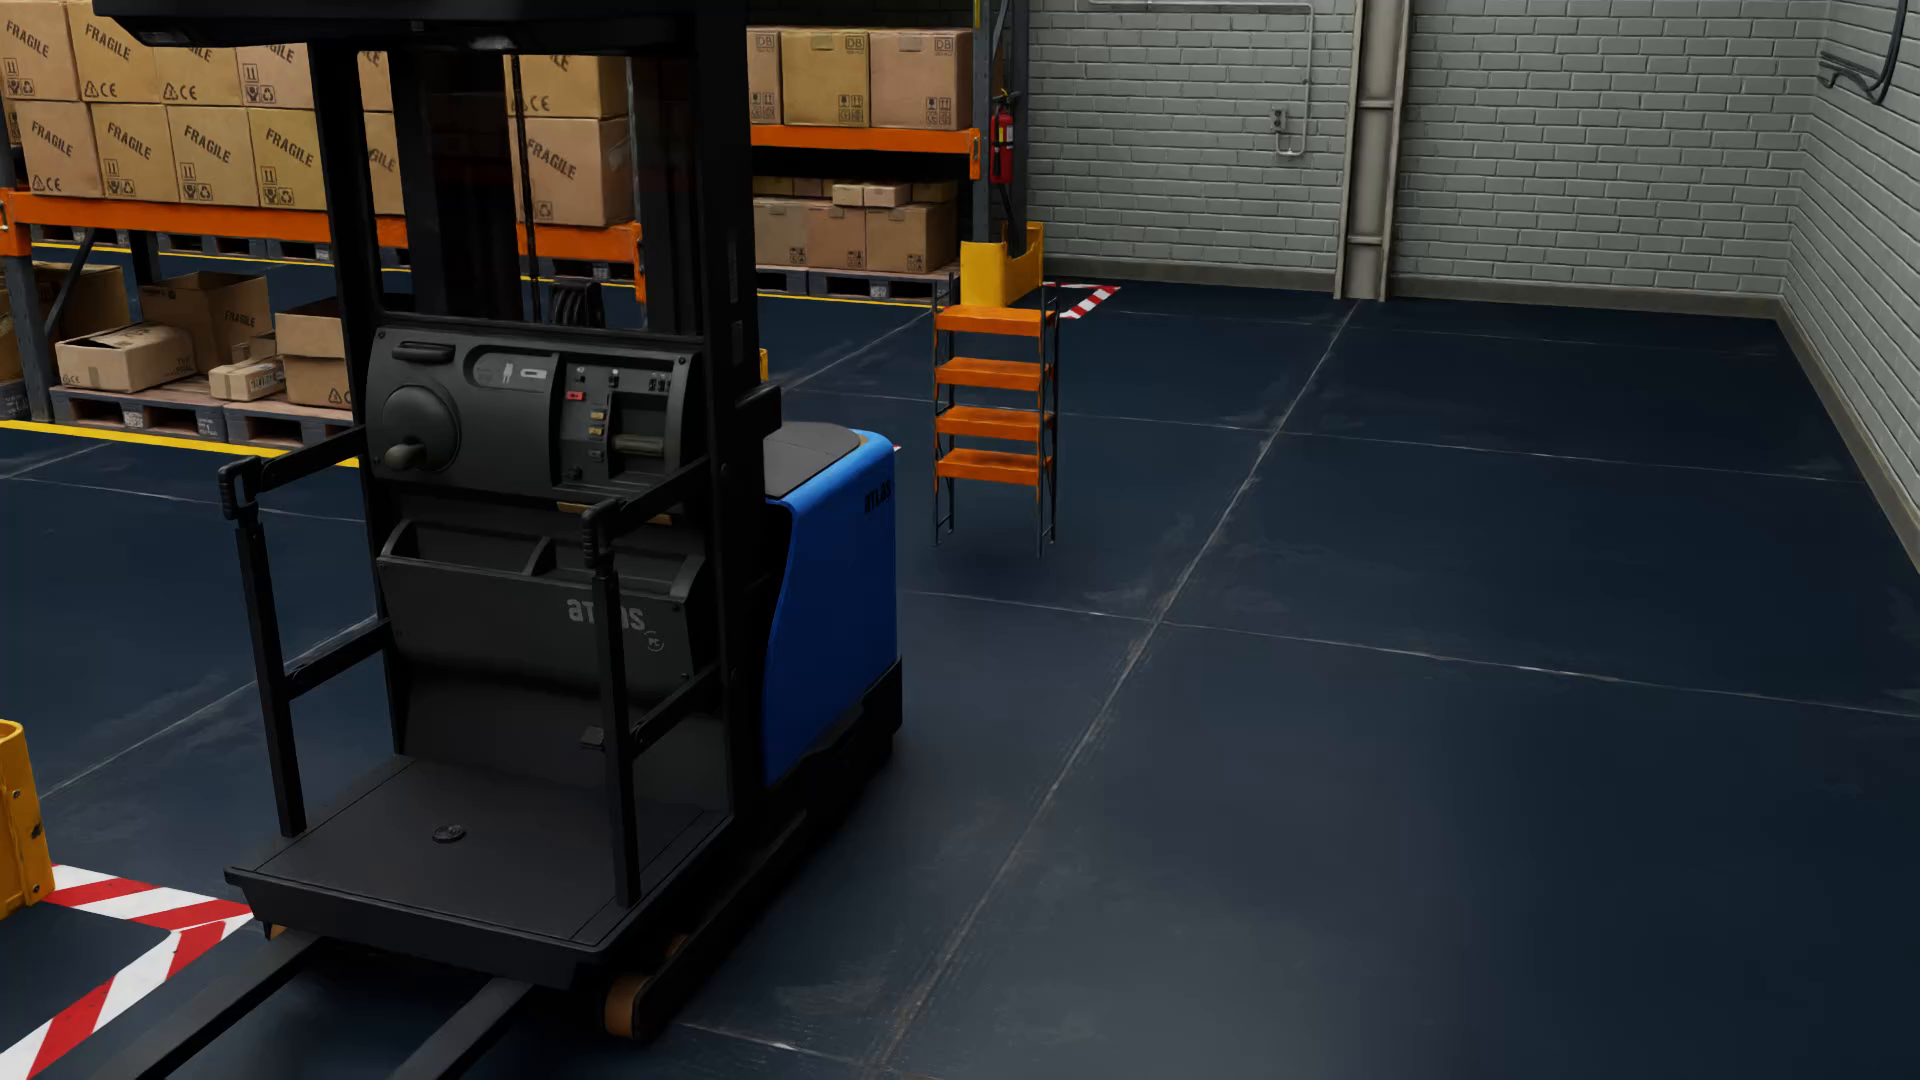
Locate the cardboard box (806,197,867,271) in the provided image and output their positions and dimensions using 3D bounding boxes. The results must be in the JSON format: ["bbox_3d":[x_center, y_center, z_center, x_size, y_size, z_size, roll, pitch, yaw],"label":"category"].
[{"bbox_3d":[-0.851,-2.464,13.248,0.500,0.500,0.700,6,20,18],"label":"cardboard box"}]

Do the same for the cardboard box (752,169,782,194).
[{"bbox_3d":[-1.632,-2.929,13.596,0.250,0.149,0.380,6,20,17],"label":"cardboard box"}]

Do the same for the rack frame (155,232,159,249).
[{"bbox_3d":[-7.241,-4.212,15.102,0.127,3.000,1.000,7,20,18],"label":"rack frame"}]

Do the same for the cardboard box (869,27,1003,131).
[{"bbox_3d":[-0.169,-3.541,12.723,0.700,0.700,0.980,7,21,21],"label":"cardboard box"}]

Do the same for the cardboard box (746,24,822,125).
[{"bbox_3d":[-1.577,-3.702,13.183,0.700,0.700,0.980,6,20,15],"label":"cardboard box"}]

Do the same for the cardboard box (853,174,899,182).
[{"bbox_3d":[-0.673,-2.820,13.282,0.250,0.149,0.380,7,20,18],"label":"cardboard box"}]

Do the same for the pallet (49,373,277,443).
[{"bbox_3d":[-4.436,-0.848,9.688,1.213,0.211,1.003,7,20,18],"label":"pallet"}]

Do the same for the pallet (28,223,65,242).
[{"bbox_3d":[-9.127,-3.112,16.184,1.213,0.211,1.003,7,20,18],"label":"pallet"}]

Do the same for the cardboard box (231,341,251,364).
[{"bbox_3d":[-4.080,-1.105,9.853,0.250,0.149,0.380,7,20,18],"label":"cardboard box"}]

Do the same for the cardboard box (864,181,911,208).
[{"bbox_3d":[-0.559,-2.674,12.863,0.250,0.149,0.380,6,20,17],"label":"cardboard box"}]

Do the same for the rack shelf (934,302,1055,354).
[{"bbox_3d":[0.156,-0.920,7.198,0.480,0.148,0.258,7,20,18],"label":"rack shelf"}]

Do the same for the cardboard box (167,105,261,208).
[{"bbox_3d":[-3.736,-2.037,8.712,0.500,0.500,0.500,6,20,18],"label":"cardboard box"}]

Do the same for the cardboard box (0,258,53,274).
[{"bbox_3d":[-5.969,-1.449,10.304,0.500,0.500,0.500,7,20,19],"label":"cardboard box"}]

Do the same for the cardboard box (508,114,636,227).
[{"bbox_3d":[-1.819,-1.818,8.083,0.500,0.500,0.500,7,20,20],"label":"cardboard box"}]

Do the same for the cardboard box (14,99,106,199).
[{"bbox_3d":[-4.693,-2.147,9.025,0.500,0.500,0.500,7,20,19],"label":"cardboard box"}]

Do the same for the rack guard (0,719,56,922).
[{"bbox_3d":[-2.908,0.912,4.201,0.348,0.500,1.175,7,20,18],"label":"rack guard"}]

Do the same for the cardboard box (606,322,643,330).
[{"bbox_3d":[-1.901,-0.817,8.491,0.500,0.500,0.500,7,20,18],"label":"cardboard box"}]

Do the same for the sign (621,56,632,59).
[{"bbox_3d":[-1.507,-2.333,7.472,0.005,0.325,0.100,7,20,18],"label":"sign"}]

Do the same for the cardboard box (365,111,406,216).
[{"bbox_3d":[-2.779,-1.929,8.400,0.500,0.500,0.500,7,20,18],"label":"cardboard box"}]

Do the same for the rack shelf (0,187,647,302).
[{"bbox_3d":[-3.195,-1.683,8.941,4.000,0.370,1.077,7,20,18],"label":"rack shelf"}]

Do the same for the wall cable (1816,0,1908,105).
[{"bbox_3d":[5.541,-3.992,10.075,0.112,2.526,3.097,7,20,18],"label":"wall cable"}]

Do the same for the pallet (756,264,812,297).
[{"bbox_3d":[-1.614,-2.225,13.639,1.213,0.211,1.003,7,20,18],"label":"pallet"}]

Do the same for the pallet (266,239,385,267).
[{"bbox_3d":[-5.373,-2.654,14.870,1.213,0.211,1.003,7,20,18],"label":"pallet"}]

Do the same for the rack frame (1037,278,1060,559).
[{"bbox_3d":[0.387,-0.522,7.252,0.015,1.200,0.240,7,20,18],"label":"rack frame"}]

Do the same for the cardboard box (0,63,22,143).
[{"bbox_3d":[-5.459,-2.605,9.703,0.500,0.500,0.700,0,19,0],"label":"cardboard box"}]

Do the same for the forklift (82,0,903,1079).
[{"bbox_3d":[-1.170,-0.313,4.020,1.130,2.935,3.031,7,20,19],"label":"forklift"}]

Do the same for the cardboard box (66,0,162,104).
[{"bbox_3d":[-4.244,-2.564,8.705,0.500,0.500,0.500,6,20,16],"label":"cardboard box"}]

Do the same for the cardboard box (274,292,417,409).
[{"bbox_3d":[-3.308,-1.067,9.203,0.637,0.503,0.797,7,20,18],"label":"cardboard box"}]

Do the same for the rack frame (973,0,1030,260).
[{"bbox_3d":[0.316,-3.348,12.623,0.127,3.000,1.000,7,20,18],"label":"rack frame"}]

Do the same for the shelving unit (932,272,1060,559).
[{"bbox_3d":[0.156,-0.549,7.327,0.503,1.200,0.258,7,20,18],"label":"shelving unit"}]

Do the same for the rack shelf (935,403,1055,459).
[{"bbox_3d":[0.156,-0.485,7.350,0.480,0.148,0.258,7,20,18],"label":"rack shelf"}]

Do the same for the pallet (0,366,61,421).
[{"bbox_3d":[-5.865,-0.998,10.120,1.213,0.211,1.003,7,20,18],"label":"pallet"}]

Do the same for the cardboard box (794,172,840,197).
[{"bbox_3d":[-1.150,-2.874,13.438,0.250,0.149,0.380,7,20,19],"label":"cardboard box"}]

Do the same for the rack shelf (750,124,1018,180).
[{"bbox_3d":[-1.573,-3.224,13.361,4.000,0.370,1.077,7,20,18],"label":"rack shelf"}]

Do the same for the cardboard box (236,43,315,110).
[{"bbox_3d":[-3.271,-2.453,8.386,0.500,0.500,0.500,7,20,20],"label":"cardboard box"}]

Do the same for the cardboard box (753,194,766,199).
[{"bbox_3d":[-1.832,-2.574,13.562,0.500,0.500,0.700,7,20,19],"label":"cardboard box"}]

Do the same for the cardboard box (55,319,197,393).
[{"bbox_3d":[-4.759,-1.065,9.490,0.500,0.311,0.500,7,20,18],"label":"cardboard box"}]

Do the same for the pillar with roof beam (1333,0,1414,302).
[{"bbox_3d":[1.737,-4.819,7.730,0.400,9.000,9.100,7,20,18],"label":"pillar with roof beam"}]

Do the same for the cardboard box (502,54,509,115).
[{"bbox_3d":[-2.294,-2.343,8.070,0.500,0.500,0.500,7,20,20],"label":"cardboard box"}]

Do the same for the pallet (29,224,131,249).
[{"bbox_3d":[-7.979,-2.980,15.804,1.213,0.211,1.003,7,20,18],"label":"pallet"}]
